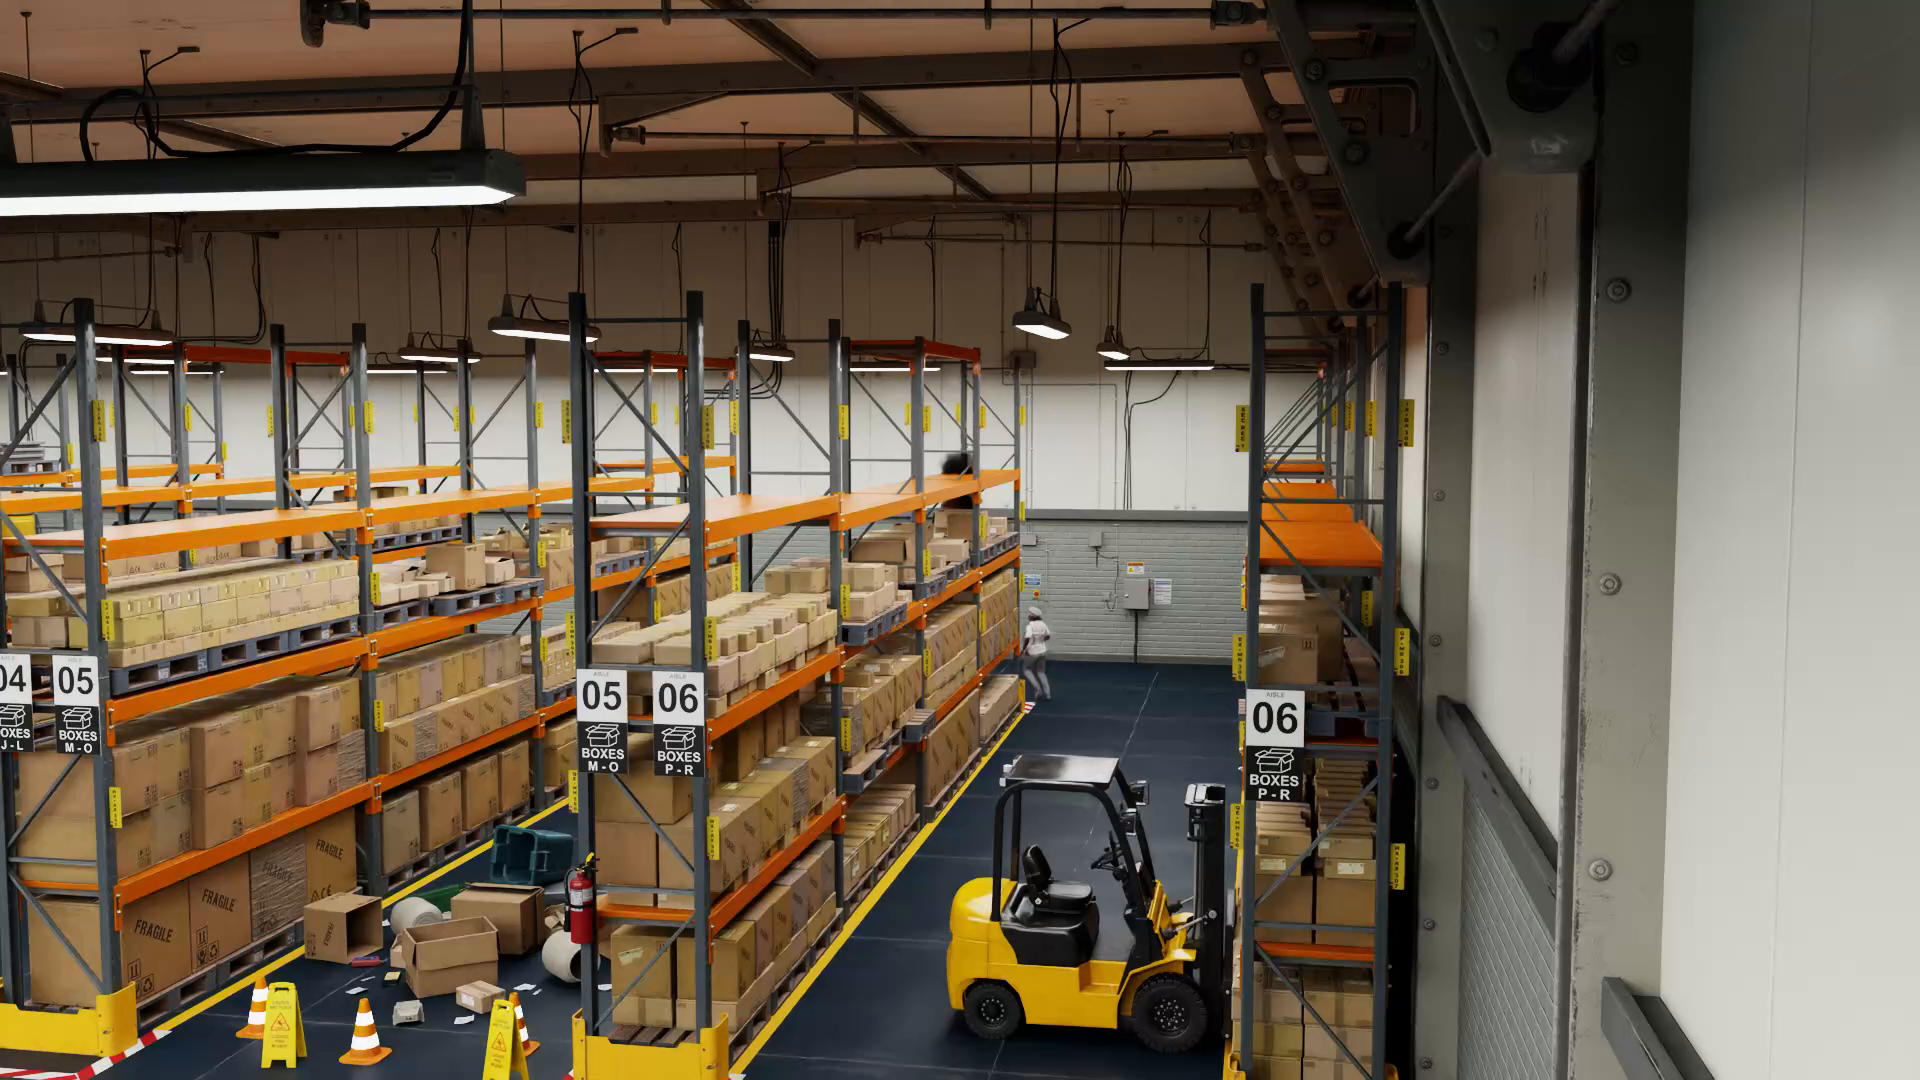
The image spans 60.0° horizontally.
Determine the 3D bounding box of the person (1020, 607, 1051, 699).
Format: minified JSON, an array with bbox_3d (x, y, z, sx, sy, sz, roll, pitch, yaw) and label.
[{"bbox_3d":[1.285,1.988,29.261,0.650,1.652,0.553,-3,6,-36],"label":"person"}]
